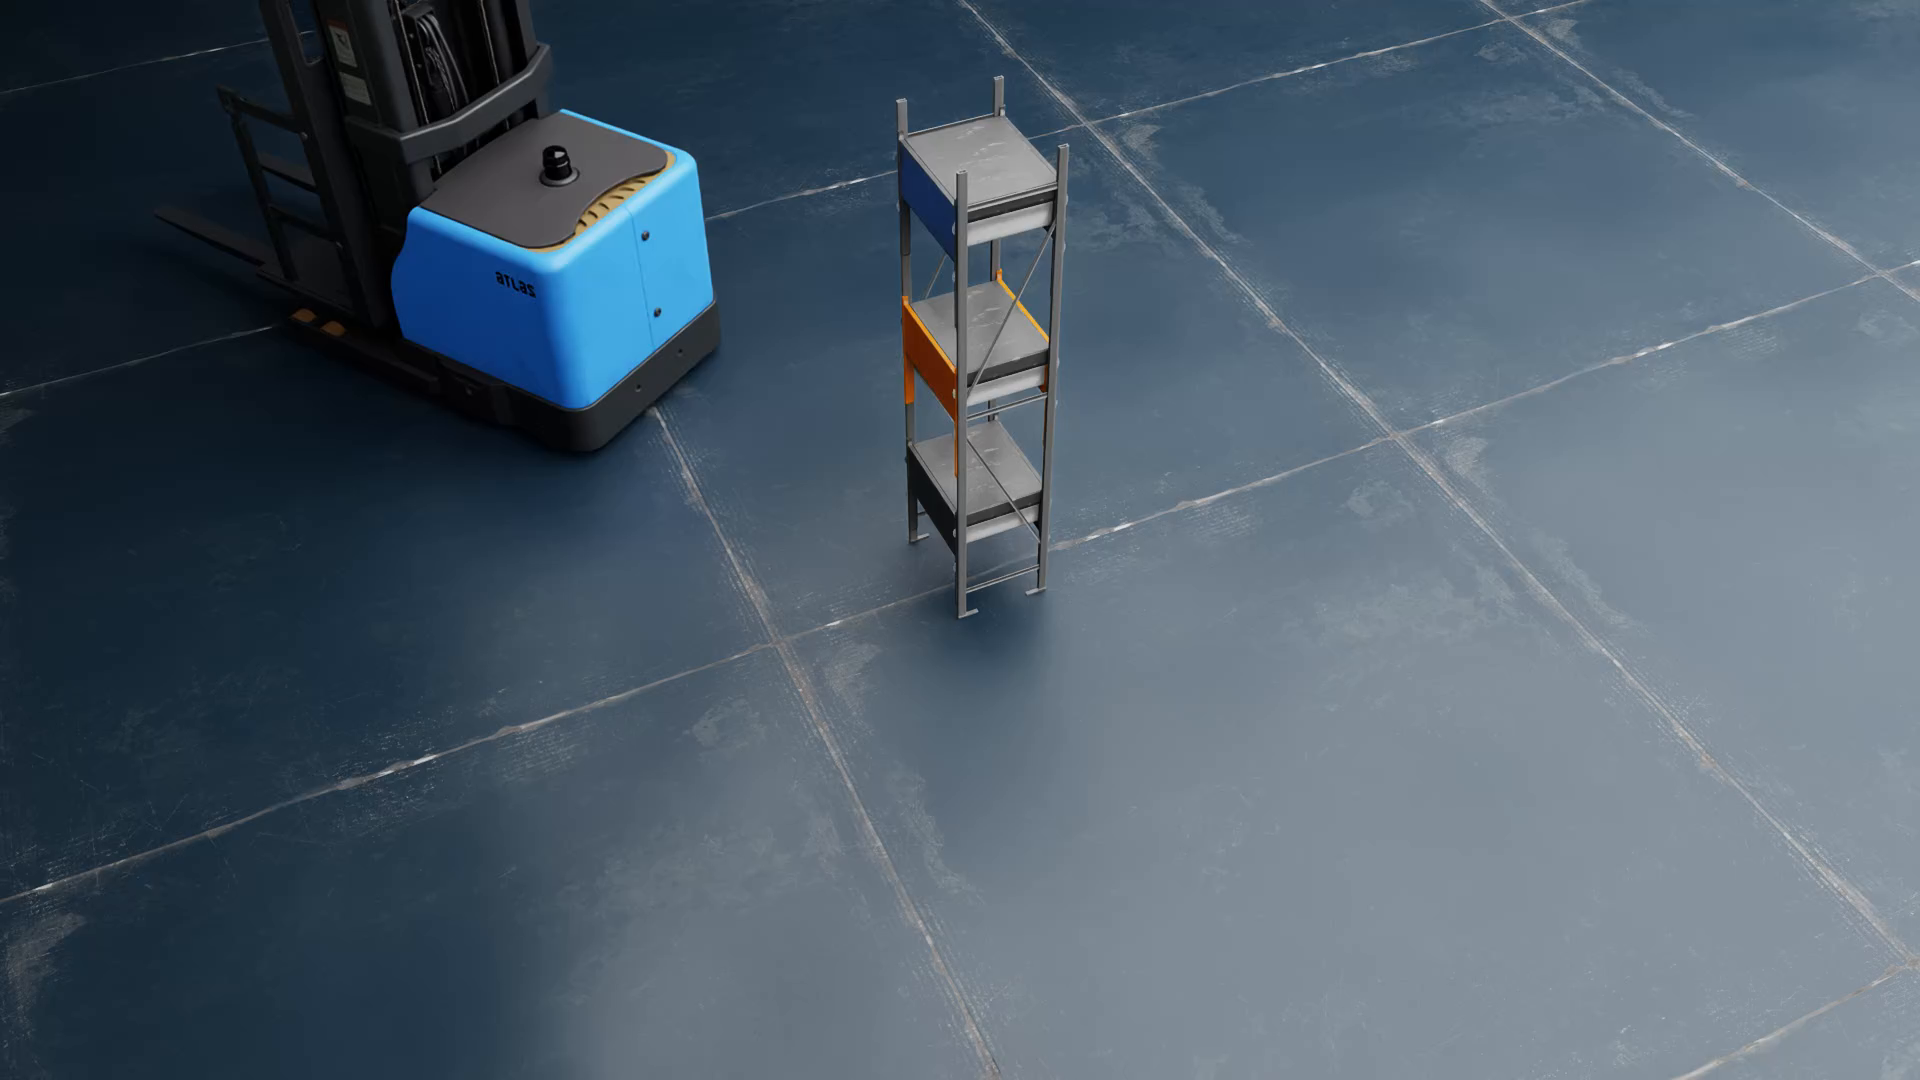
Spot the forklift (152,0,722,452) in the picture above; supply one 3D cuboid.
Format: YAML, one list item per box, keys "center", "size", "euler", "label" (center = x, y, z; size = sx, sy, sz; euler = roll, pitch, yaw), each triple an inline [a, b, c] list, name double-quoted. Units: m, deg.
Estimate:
- center: [-2.673, -2.221, 7.283]
  size: [3.031, 2.935, 1.130]
  euler: [23, 49, 22]
  label: "forklift"

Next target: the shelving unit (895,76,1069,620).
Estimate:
- center: [0.070, -0.642, 6.274]
  size: [0.431, 2.100, 0.503]
  euler: [-18, 47, -17]
  label: "shelving unit"

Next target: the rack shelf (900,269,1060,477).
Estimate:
- center: [0.070, -0.632, 6.284]
  size: [0.431, 0.518, 0.480]
  euler: [-18, 47, -17]
  label: "rack shelf"

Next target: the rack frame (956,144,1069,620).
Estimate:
- center: [0.172, -0.486, 6.117]
  size: [0.400, 2.100, 0.015]
  euler: [-18, 47, -17]
  label: "rack frame"

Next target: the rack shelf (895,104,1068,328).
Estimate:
- center: [0.070, -1.130, 5.792]
  size: [0.431, 0.518, 0.480]
  euler: [-18, 47, -17]
  label: "rack shelf"

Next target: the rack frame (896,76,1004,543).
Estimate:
- center: [-0.033, -0.797, 6.432]
  size: [0.400, 2.100, 0.015]
  euler: [-18, 47, -17]
  label: "rack frame"

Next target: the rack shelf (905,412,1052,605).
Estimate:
- center: [0.070, -0.134, 6.776]
  size: [0.431, 0.518, 0.480]
  euler: [-18, 47, -17]
  label: "rack shelf"
